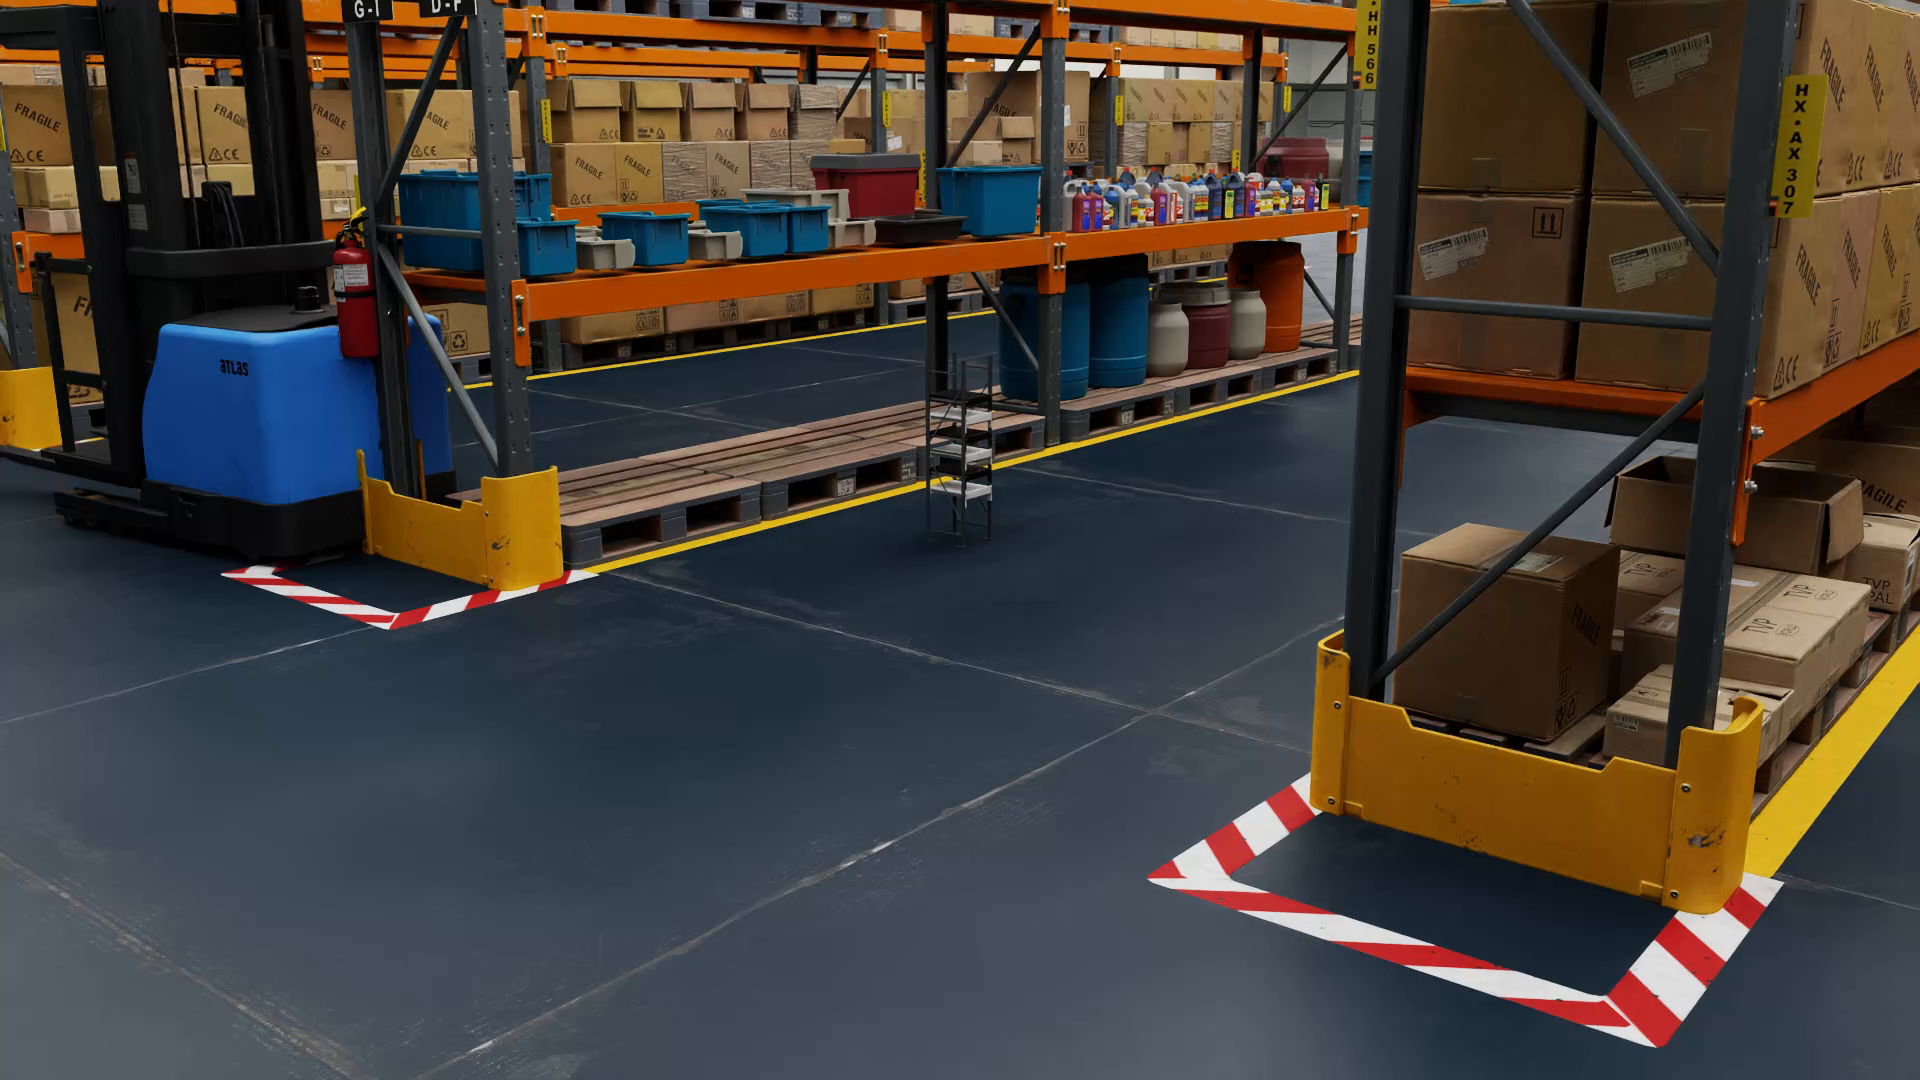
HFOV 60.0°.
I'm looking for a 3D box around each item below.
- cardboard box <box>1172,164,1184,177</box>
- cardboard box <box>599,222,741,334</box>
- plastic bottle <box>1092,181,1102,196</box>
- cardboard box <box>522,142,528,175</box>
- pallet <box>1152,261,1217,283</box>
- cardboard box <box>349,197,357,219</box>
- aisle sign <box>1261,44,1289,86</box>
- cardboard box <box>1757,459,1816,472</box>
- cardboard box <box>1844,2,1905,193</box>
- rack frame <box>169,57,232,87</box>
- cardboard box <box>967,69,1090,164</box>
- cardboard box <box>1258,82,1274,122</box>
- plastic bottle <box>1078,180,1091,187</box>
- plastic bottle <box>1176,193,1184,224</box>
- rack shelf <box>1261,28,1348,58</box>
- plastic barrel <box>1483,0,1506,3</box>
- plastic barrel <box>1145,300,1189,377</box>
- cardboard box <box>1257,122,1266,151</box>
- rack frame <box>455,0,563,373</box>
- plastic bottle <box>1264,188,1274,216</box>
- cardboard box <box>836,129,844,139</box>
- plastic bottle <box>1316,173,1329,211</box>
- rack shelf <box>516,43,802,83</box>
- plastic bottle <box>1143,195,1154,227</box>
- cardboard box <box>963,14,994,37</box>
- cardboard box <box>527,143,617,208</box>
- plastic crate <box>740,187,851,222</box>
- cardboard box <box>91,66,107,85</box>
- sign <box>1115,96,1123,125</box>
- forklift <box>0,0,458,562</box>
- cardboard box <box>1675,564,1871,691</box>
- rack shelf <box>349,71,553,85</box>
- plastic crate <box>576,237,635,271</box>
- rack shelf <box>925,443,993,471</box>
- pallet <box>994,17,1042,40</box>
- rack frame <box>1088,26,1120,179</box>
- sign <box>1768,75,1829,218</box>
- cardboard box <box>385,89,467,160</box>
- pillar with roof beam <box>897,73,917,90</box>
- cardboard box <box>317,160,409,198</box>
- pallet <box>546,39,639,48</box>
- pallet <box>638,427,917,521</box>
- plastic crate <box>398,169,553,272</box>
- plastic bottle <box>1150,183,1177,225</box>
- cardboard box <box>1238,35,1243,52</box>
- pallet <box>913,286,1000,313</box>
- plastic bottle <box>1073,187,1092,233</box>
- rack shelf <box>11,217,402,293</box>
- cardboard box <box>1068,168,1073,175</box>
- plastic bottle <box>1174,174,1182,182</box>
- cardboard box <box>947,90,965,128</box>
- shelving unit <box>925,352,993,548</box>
[{"bbox_3d":[2.514,-4.534,20.387,0.380,0.149,0.250,11,18,38],"label":"cardboard box"},{"bbox_3d":[-2.702,-2.356,14.768,1.225,0.875,0.875,10,18,36],"label":"cardboard box"},{"bbox_3d":[0.939,-2.359,11.577,0.097,0.271,0.097,0,14,0],"label":"plastic bottle"},{"bbox_3d":[-3.568,-3.066,13.896,0.500,0.500,0.500,11,18,38],"label":"cardboard box"},{"bbox_3d":[2.540,-3.435,21.215,1.003,0.211,1.213,11,18,38],"label":"pallet"},{"bbox_3d":[-4.394,-2.409,12.022,0.380,0.149,0.250,11,18,37],"label":"cardboard box"},{"bbox_3d":[4.165,-6.409,21.980,0.394,0.787,0.004,11,18,38],"label":"aisle sign"},{"bbox_3d":[3.621,-0.215,7.444,0.500,0.311,0.500,11,18,38],"label":"cardboard box"},{"bbox_3d":[2.346,-1.264,4.774,0.500,0.500,0.500,11,18,38],"label":"cardboard box"},{"bbox_3d":[-7.444,-3.672,16.487,1.000,3.000,0.127,11,18,38],"label":"rack frame"},{"bbox_3d":[0.770,-4.781,18.781,1.000,1.000,1.000,11,18,38],"label":"cardboard box"},{"bbox_3d":[3.739,-5.717,21.699,0.500,0.500,0.500,11,18,38],"label":"cardboard box"},{"bbox_3d":[0.830,-2.377,11.639,0.152,0.276,0.135,11,18,38],"label":"plastic bottle"},{"bbox_3d":[1.466,-2.248,11.282,0.097,0.201,0.097,0,14,0],"label":"plastic bottle"},{"bbox_3d":[3.974,-4.373,14.615,1.077,0.370,4.000,11,18,38],"label":"rack shelf"},{"bbox_3d":[4.669,-5.092,14.963,0.600,0.901,0.600,0,14,0],"label":"plastic barrel"},{"bbox_3d":[1.428,-1.448,11.932,0.421,0.512,0.421,0,14,0],"label":"plastic barrel"},{"bbox_3d":[3.526,-5.275,21.989,0.875,0.500,0.500,11,18,38],"label":"cardboard box"},{"bbox_3d":[-3.649,-2.886,13.389,1.000,3.000,0.127,11,18,38],"label":"rack frame"},{"bbox_3d":[2.257,-2.489,12.231,0.097,0.201,0.097,0,14,0],"label":"plastic bottle"},{"bbox_3d":[-1.865,-5.459,23.213,0.875,0.550,0.550,11,18,38],"label":"cardboard box"},{"bbox_3d":[2.795,-2.685,12.837,0.061,0.283,0.133,11,18,38],"label":"plastic bottle"},{"bbox_3d":[-3.673,-5.927,20.729,1.077,0.370,4.000,11,18,38],"label":"rack shelf"},{"bbox_3d":[1.237,-2.178,11.007,0.097,0.201,0.097,0,14,0],"label":"plastic bottle"},{"bbox_3d":[-0.003,-5.282,17.033,0.500,0.250,0.500,12,18,39],"label":"cardboard box"},{"bbox_3d":[-3.166,-2.983,13.572,0.500,0.500,0.500,11,18,38],"label":"cardboard box"},{"bbox_3d":[-0.900,-1.827,9.341,0.437,0.282,0.530,11,18,38],"label":"plastic crate"},{"bbox_3d":[-7.850,-4.118,15.403,0.500,0.500,0.500,11,18,36],"label":"cardboard box"},{"bbox_3d":[1.813,-4.894,18.942,0.100,0.325,0.005,11,18,38],"label":"sign"},{"bbox_3d":[-4.007,-1.581,8.394,3.031,2.935,1.130,10,17,33],"label":"forklift"},{"bbox_3d":[2.730,0.282,5.612,0.500,0.250,0.500,11,18,38],"label":"cardboard box"},{"bbox_3d":[-8.935,-8.207,29.705,1.077,0.370,4.000,11,18,38],"label":"rack shelf"},{"bbox_3d":[-1.634,-1.299,7.559,0.250,0.136,0.298,11,18,38],"label":"plastic crate"},{"bbox_3d":[-0.005,-0.402,8.014,0.258,0.077,0.200,11,18,38],"label":"rack shelf"},{"bbox_3d":[0.258,-5.480,17.890,1.213,0.211,1.003,11,18,38],"label":"pallet"},{"bbox_3d":[1.379,-4.418,19.420,1.000,3.000,0.127,11,18,38],"label":"rack frame"},{"bbox_3d":[1.962,-0.921,3.900,0.100,0.325,0.005,11,18,38],"label":"sign"},{"bbox_3d":[-4.048,-3.096,12.394,0.500,0.500,0.500,11,18,38],"label":"cardboard box"},{"bbox_3d":[2.073,-12.030,37.203,9.100,9.000,0.400,11,18,38],"label":"pillar with roof beam"},{"bbox_3d":[-4.367,-2.635,12.102,0.500,0.250,0.500,12,18,39],"label":"cardboard box"},{"bbox_3d":[-4.566,-5.932,19.674,1.213,0.211,1.003,12,19,40],"label":"pallet"},{"bbox_3d":[-0.995,-0.386,9.214,1.003,0.211,1.213,11,18,38],"label":"pallet"},{"bbox_3d":[-2.246,-1.492,7.711,0.616,0.435,0.499,11,18,38],"label":"plastic crate"},{"bbox_3d":[1.372,-2.266,11.202,0.152,0.276,0.135,11,18,38],"label":"plastic bottle"},{"bbox_3d":[3.476,-6.337,21.189,0.500,0.250,0.500,11,18,38],"label":"cardboard box"},{"bbox_3d":[0.124,-2.682,18.252,1.003,0.211,1.213,11,18,38],"label":"pallet"},{"bbox_3d":[0.765,-2.067,10.403,0.061,0.283,0.133,11,18,38],"label":"plastic bottle"},{"bbox_3d":[-4.906,-2.154,11.970,1.077,0.370,4.000,11,18,38],"label":"rack shelf"},{"bbox_3d":[1.285,-4.383,19.792,0.380,0.149,0.250,11,18,38],"label":"cardboard box"},{"bbox_3d":[1.638,-2.644,12.677,0.061,0.283,0.133,11,18,38],"label":"plastic bottle"},{"bbox_3d":[-0.439,-6.382,24.655,0.875,0.550,0.550,11,18,38],"label":"cardboard box"},{"bbox_3d":[-0.005,-0.435,8.006,0.258,0.900,0.210,11,18,38],"label":"shelving unit"}]
